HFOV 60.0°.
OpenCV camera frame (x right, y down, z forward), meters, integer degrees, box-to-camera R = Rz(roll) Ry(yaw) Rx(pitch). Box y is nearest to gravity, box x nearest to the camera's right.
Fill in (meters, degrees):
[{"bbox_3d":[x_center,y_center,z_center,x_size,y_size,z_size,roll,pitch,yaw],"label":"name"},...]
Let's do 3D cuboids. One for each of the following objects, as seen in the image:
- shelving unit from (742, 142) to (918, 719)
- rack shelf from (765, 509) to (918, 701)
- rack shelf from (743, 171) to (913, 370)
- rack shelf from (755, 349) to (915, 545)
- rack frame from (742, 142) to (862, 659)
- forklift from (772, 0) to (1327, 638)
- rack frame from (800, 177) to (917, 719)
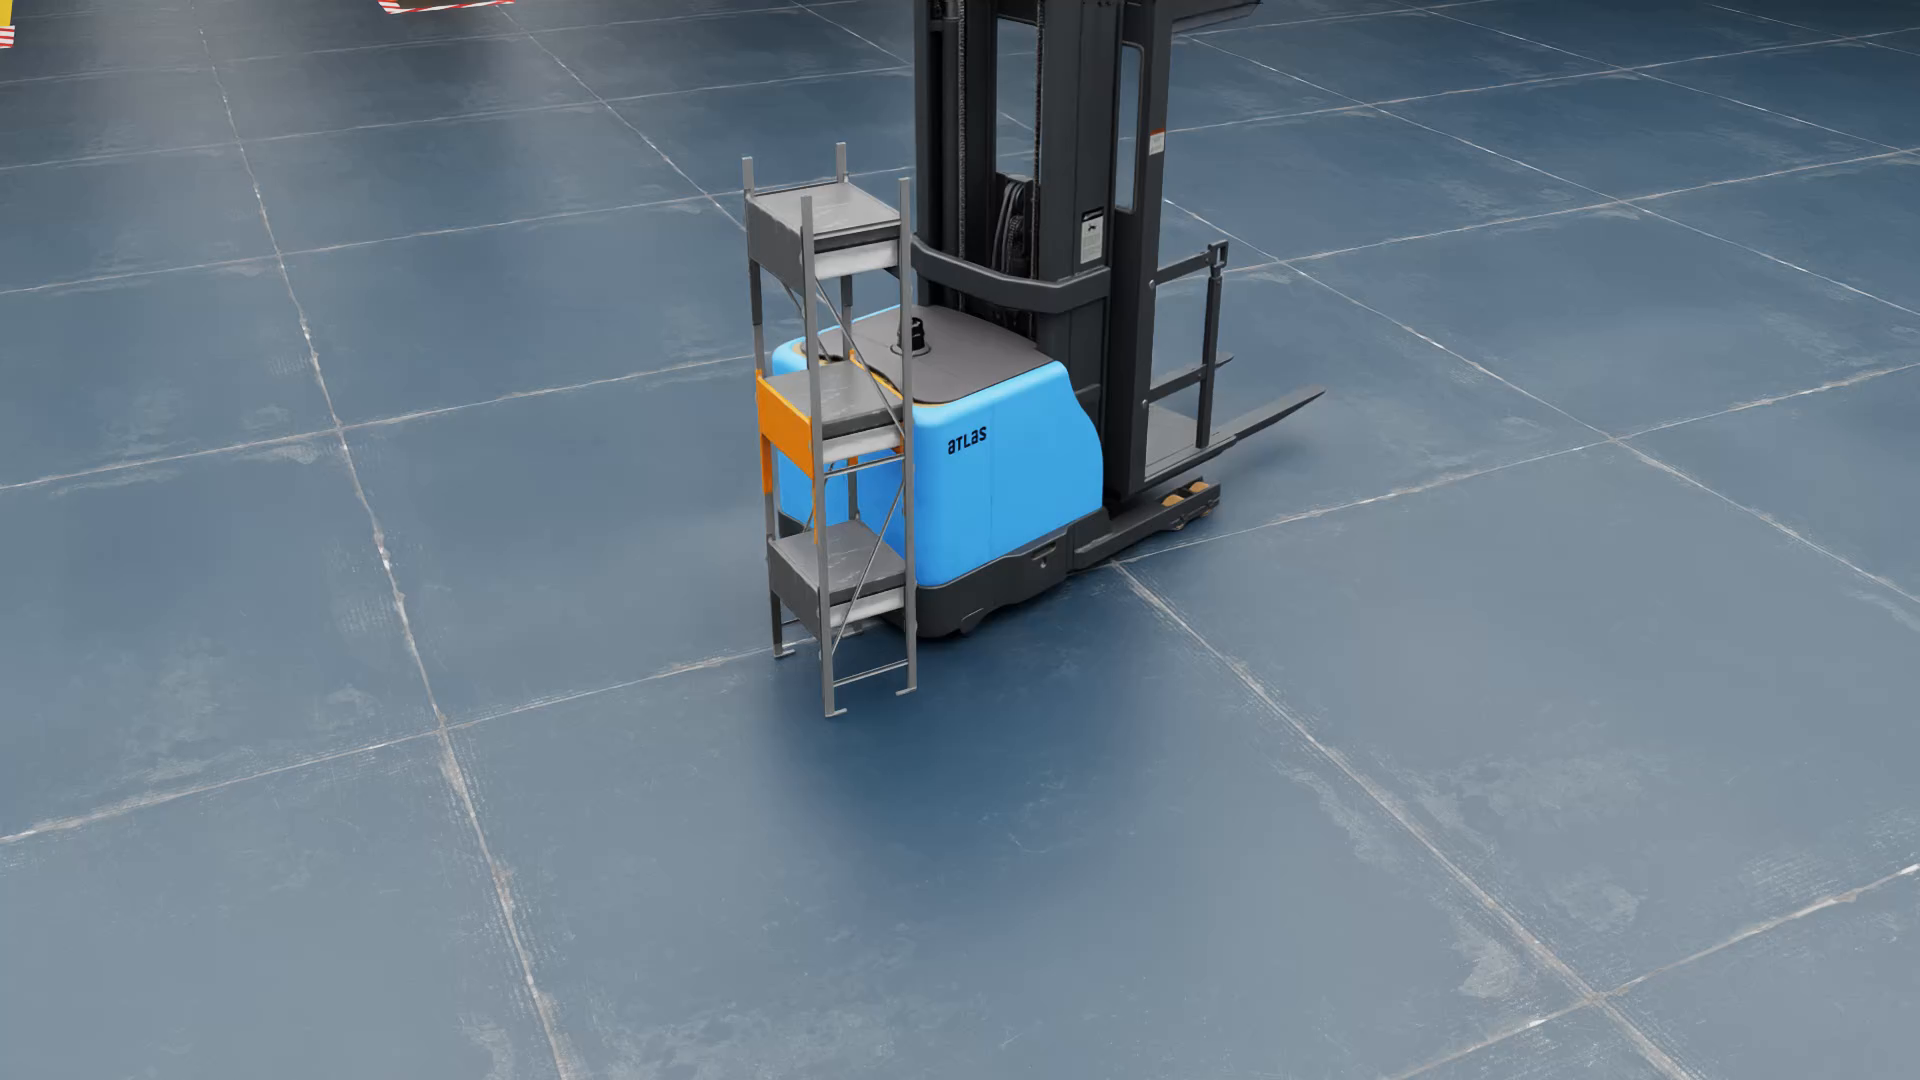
[{"bbox_3d":[-0.471,-0.371,6.264,0.431,2.100,0.503,-16,33,-26],"label":"shelving unit"},{"bbox_3d":[-0.471,0.251,6.614,0.431,0.518,0.480,-16,33,-26],"label":"rack shelf"},{"bbox_3d":[-0.470,-0.969,5.927,0.431,0.518,0.480,-16,33,-26],"label":"rack shelf"},{"bbox_3d":[-0.471,-0.359,6.270,0.431,0.518,0.480,-16,33,-26],"label":"rack shelf"},{"bbox_3d":[-0.592,-0.475,6.448,0.400,2.100,0.015,-16,33,-26],"label":"rack frame"},{"bbox_3d":[0.602,-1.487,7.405,3.031,2.935,1.130,-25,38,-37],"label":"forklift"},{"bbox_3d":[-0.350,-0.267,6.079,0.400,2.100,0.015,-16,33,-26],"label":"rack frame"}]
